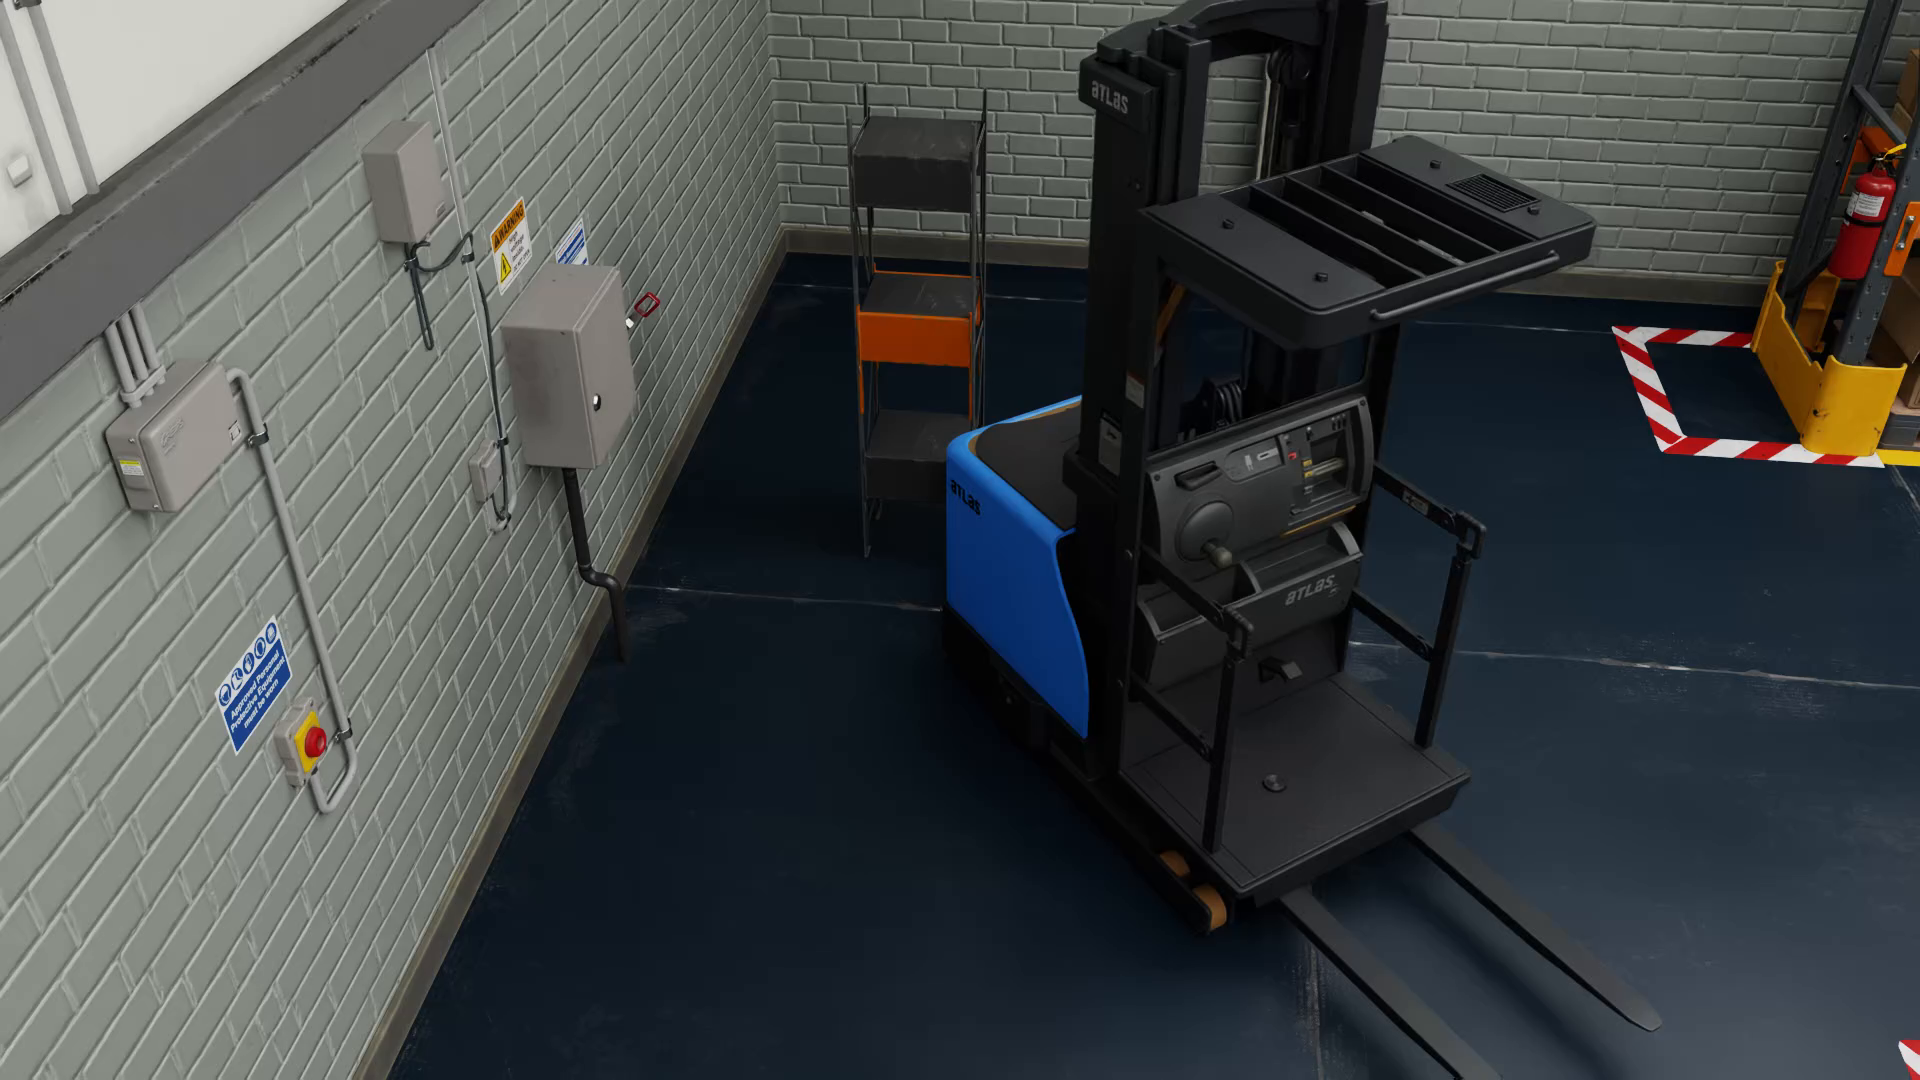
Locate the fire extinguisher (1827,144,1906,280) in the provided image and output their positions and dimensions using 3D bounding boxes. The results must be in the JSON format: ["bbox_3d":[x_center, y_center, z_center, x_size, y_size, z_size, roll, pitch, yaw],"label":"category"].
[{"bbox_3d":[4.221,-1.550,7.727,0.183,0.674,0.296,4,36,6],"label":"fire extinguisher"}]

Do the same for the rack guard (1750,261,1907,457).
[{"bbox_3d":[4.502,-0.965,8.672,0.348,0.500,1.175,4,36,6],"label":"rack guard"}]

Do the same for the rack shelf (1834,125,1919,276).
[{"bbox_3d":[6.410,-1.548,7.956,4.000,0.370,1.077,4,36,6],"label":"rack shelf"}]

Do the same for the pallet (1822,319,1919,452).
[{"bbox_3d":[5.293,-0.789,8.674,1.213,0.211,1.003,4,36,6],"label":"pallet"}]

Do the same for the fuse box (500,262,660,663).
[{"bbox_3d":[-1.386,-0.207,6.567,0.414,1.711,0.539,4,36,6],"label":"fuse box"}]

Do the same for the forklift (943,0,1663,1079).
[{"bbox_3d":[1.133,-0.133,5.414,1.130,2.935,3.031,-20,40,-25],"label":"forklift"}]

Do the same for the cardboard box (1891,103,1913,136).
[{"bbox_3d":[4.789,-2.016,8.209,0.250,0.149,0.380,4,36,5],"label":"cardboard box"}]

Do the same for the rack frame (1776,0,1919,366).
[{"bbox_3d":[4.426,-1.988,7.954,0.127,3.000,1.000,4,36,6],"label":"rack frame"}]

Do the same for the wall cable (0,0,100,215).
[{"bbox_3d":[-1.880,-1.829,2.566,0.029,3.000,0.463,4,36,6],"label":"wall cable"}]

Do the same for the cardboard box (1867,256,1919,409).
[{"bbox_3d":[5.021,-1.043,8.417,0.637,0.503,0.797,3,36,4],"label":"cardboard box"}]

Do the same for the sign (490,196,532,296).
[{"bbox_3d":[-1.598,-1.051,5.930,0.001,0.242,0.339,4,36,6],"label":"sign"}]

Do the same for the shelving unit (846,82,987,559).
[{"bbox_3d":[-0.164,-0.867,7.157,0.503,2.100,0.431,4,36,6],"label":"shelving unit"}]

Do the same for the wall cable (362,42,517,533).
[{"bbox_3d":[-1.629,-0.763,5.363,0.122,1.984,0.588,4,36,6],"label":"wall cable"}]

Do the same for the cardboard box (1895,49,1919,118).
[{"bbox_3d":[4.916,-2.167,8.078,0.500,0.250,0.500,5,36,7],"label":"cardboard box"}]

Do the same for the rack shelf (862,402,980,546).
[{"bbox_3d":[-0.164,-0.286,7.572,0.480,0.518,0.431,4,36,6],"label":"rack shelf"}]

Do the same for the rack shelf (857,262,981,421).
[{"bbox_3d":[-0.164,-0.856,7.165,0.480,0.518,0.431,4,36,6],"label":"rack shelf"}]

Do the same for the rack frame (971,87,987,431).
[{"bbox_3d":[0.078,-0.849,7.132,0.015,2.100,0.400,4,36,6],"label":"rack frame"}]

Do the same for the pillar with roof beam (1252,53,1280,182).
[{"bbox_3d":[1.318,-2.669,3.743,0.400,9.000,9.100,4,36,6],"label":"pillar with roof beam"}]

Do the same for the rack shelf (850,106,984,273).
[{"bbox_3d":[-0.164,-1.426,6.758,0.480,0.518,0.431,4,36,6],"label":"rack shelf"}]

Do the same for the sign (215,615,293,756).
[{"bbox_3d":[-1.865,0.381,4.401,0.001,0.218,0.327,4,36,6],"label":"sign"}]

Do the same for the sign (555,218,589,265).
[{"bbox_3d":[-1.528,-0.993,6.641,0.001,0.494,0.329,4,36,6],"label":"sign"}]

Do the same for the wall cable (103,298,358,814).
[{"bbox_3d":[-1.798,0.042,4.208,0.123,1.953,0.585,4,36,6],"label":"wall cable"}]

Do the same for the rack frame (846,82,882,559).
[{"bbox_3d":[-0.406,-0.885,7.183,0.015,2.100,0.400,4,36,6],"label":"rack frame"}]
